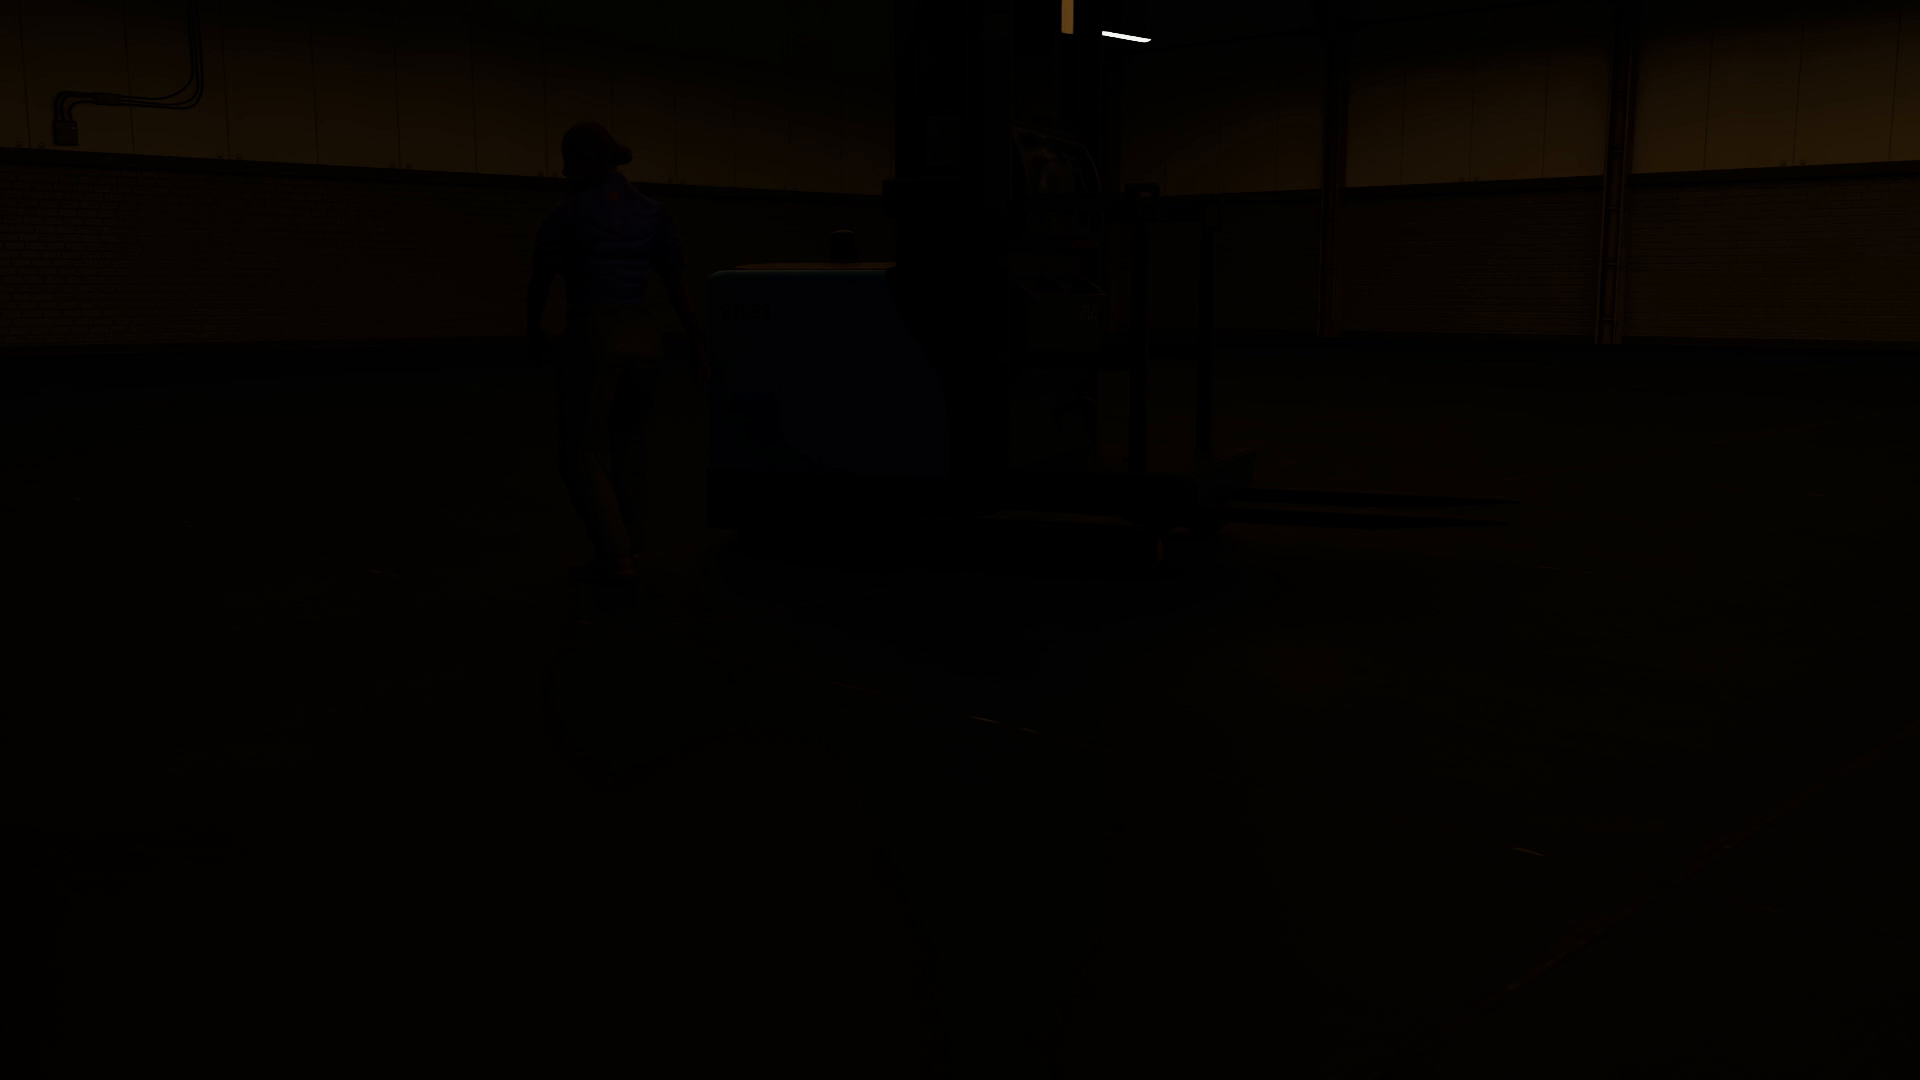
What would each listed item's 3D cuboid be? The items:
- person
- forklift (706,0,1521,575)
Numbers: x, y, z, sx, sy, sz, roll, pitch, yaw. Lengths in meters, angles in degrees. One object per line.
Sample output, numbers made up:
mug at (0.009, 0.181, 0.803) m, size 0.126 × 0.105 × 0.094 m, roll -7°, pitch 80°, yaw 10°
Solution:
person at (-1.227, -0.686, 5.967) m, size 0.606 × 1.594 × 0.743 m, roll -7°, pitch 11°, yaw -41°
forklift at (0.565, -1.416, 6.275) m, size 3.031 × 2.935 × 1.130 m, roll 3°, pitch 9°, yaw 22°
